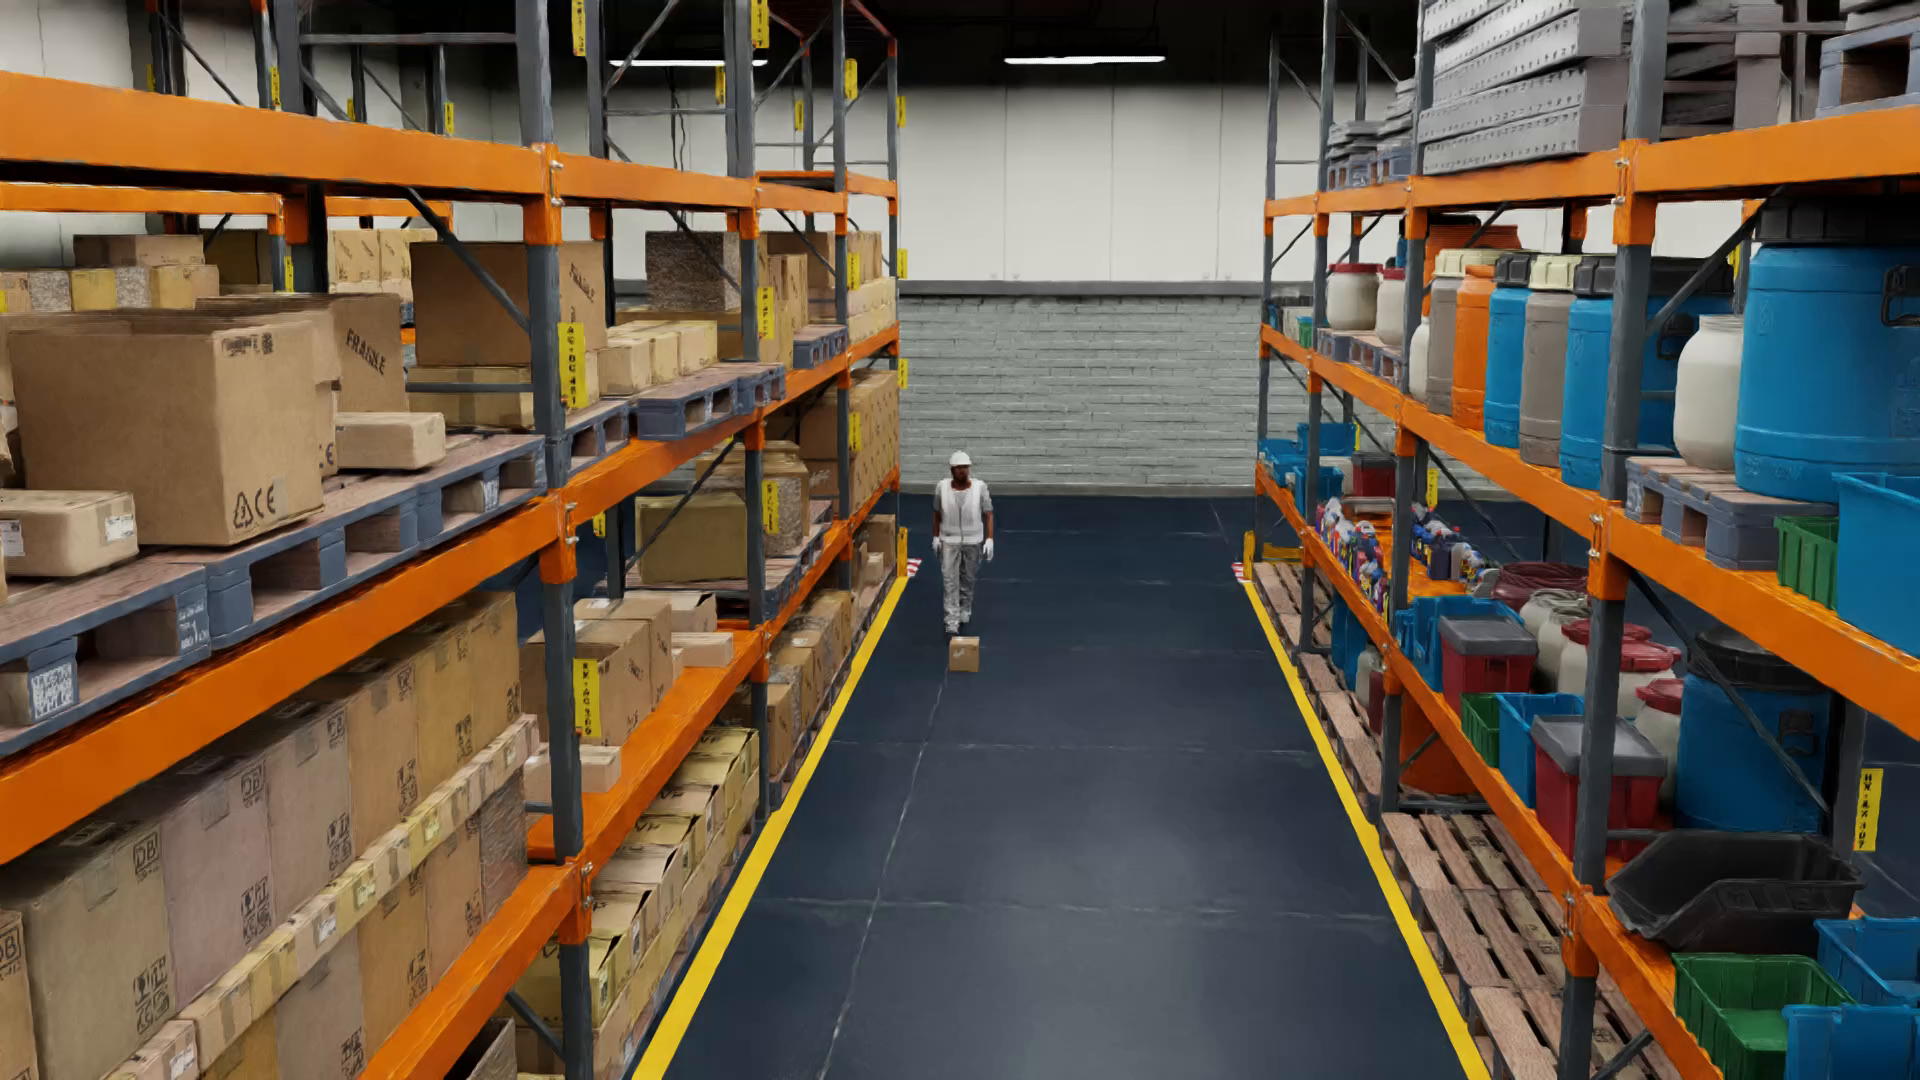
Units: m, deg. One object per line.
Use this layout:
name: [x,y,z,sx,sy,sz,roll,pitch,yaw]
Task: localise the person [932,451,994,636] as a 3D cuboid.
person: [0.033,0.016,15.806,0.582,1.730,0.978,-1,11,-3]
